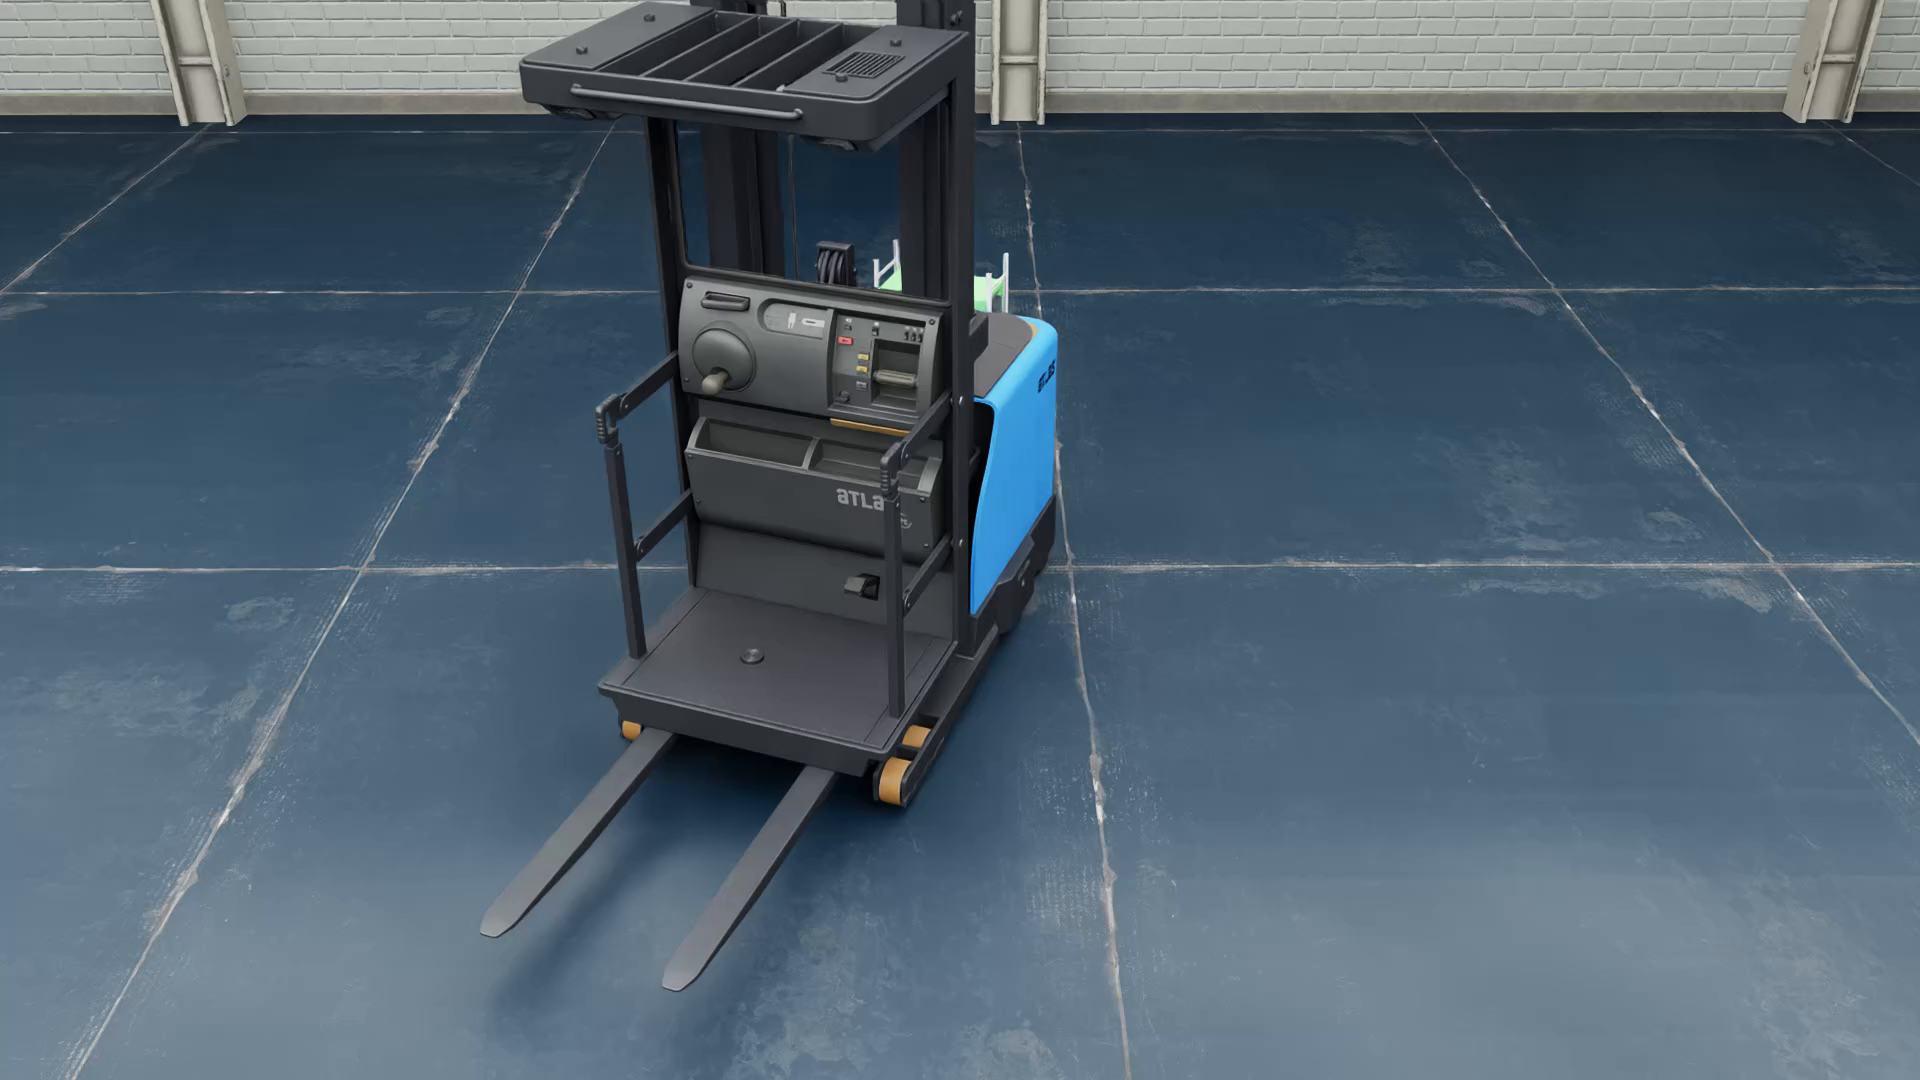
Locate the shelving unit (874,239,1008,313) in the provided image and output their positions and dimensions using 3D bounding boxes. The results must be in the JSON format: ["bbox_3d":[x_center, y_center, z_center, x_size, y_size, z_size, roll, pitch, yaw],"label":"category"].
[{"bbox_3d":[-0.076,-0.659,7.180,0.503,1.200,0.258,11,33,17],"label":"shelving unit"}]

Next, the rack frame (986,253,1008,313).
[{"bbox_3d":[0.154,-0.616,7.109,0.015,1.200,0.240,11,33,17],"label":"rack frame"}]

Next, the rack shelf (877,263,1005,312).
[{"bbox_3d":[-0.076,-1.015,6.964,0.480,0.148,0.258,11,33,17],"label":"rack shelf"}]

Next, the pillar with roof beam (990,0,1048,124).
[{"bbox_3d":[0.456,-4.777,6.449,0.400,9.000,9.100,0,31,0],"label":"pillar with roof beam"}]

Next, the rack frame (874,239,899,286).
[{"bbox_3d":[-0.305,-0.702,7.250,0.015,1.200,0.240,11,33,17],"label":"rack frame"}]

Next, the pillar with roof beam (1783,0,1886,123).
[{"bbox_3d":[6.456,-4.796,6.480,0.400,9.000,9.100,0,31,0],"label":"pillar with roof beam"}]

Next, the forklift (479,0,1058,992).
[{"bbox_3d":[-0.584,-0.579,5.379,1.130,2.935,3.031,11,33,17],"label":"forklift"}]

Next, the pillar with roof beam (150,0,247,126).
[{"bbox_3d":[-5.544,-4.759,6.418,0.400,9.000,9.100,0,31,0],"label":"pillar with roof beam"}]
